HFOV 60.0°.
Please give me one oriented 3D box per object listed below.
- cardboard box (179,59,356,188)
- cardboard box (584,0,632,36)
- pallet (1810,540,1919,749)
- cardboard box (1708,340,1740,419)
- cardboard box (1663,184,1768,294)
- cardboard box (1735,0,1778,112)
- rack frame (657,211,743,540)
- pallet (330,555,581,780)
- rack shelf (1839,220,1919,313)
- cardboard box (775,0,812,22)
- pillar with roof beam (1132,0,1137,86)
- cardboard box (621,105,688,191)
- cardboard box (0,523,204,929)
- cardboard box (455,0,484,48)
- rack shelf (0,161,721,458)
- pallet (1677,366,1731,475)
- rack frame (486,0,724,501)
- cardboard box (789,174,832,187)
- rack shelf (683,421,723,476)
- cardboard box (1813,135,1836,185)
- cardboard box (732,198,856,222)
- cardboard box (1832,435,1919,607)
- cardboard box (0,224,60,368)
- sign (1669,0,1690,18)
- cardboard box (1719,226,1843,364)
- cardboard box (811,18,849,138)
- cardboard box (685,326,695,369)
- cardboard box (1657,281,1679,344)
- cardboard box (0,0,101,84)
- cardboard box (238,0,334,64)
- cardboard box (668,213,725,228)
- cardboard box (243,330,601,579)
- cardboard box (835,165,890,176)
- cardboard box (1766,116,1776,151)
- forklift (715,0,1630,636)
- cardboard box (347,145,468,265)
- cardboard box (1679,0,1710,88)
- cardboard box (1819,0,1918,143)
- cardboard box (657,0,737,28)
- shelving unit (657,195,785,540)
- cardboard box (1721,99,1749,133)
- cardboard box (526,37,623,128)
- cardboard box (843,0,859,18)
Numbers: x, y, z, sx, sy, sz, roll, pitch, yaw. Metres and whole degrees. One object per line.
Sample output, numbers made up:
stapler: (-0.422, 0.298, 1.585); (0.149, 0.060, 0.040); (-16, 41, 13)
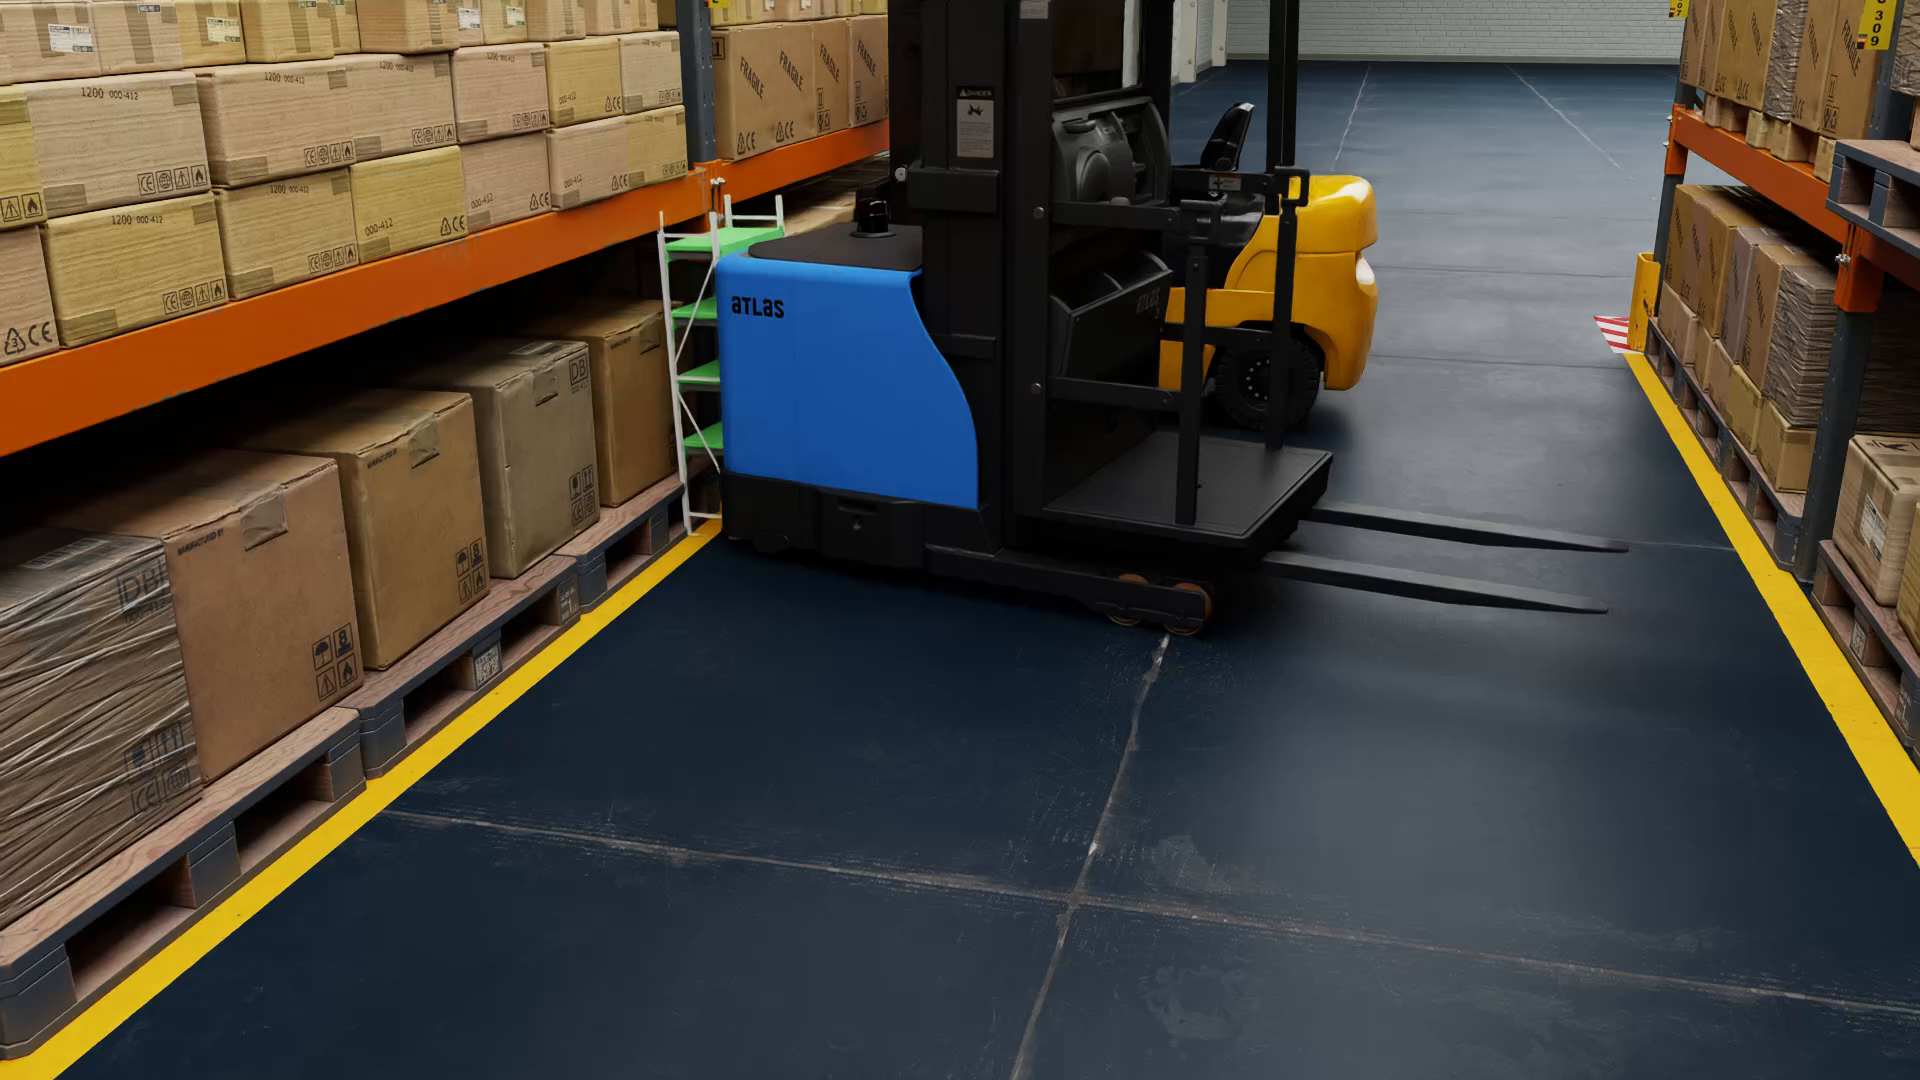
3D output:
cardboard box: (-1.785, -0.984, 3.888); (0.500, 0.250, 0.500); (4, 19, 12)
cardboard box: (-1.336, -1.781, 5.602); (0.380, 0.149, 0.250); (4, 19, 13)
pallet: (3.203, 0.321, 4.920); (1.003, 0.211, 1.213); (5, 19, 13)
cardboard box: (3.525, -0.673, 7.122); (0.500, 0.250, 0.500); (5, 19, 14)
cardboard box: (3.899, -1.510, 8.412); (0.500, 0.500, 0.500); (4, 19, 12)
cardboard box: (3.622, -2.075, 7.008); (0.500, 0.500, 0.500); (4, 19, 12)
rack frame: (-0.939, -0.580, 6.011); (0.240, 1.200, 0.015); (5, 19, 21)
pallet: (-1.860, 0.304, 4.971); (1.003, 0.211, 1.213); (5, 19, 13)
rack shelf: (2.904, -0.275, 3.465); (1.077, 0.370, 4.000); (5, 19, 13)
cardboard box: (-0.858, -2.303, 7.132); (0.380, 0.149, 0.250); (5, 20, 15)
pillar with roof beam: (7.084, -10.881, 24.121); (9.100, 9.000, 0.400); (5, 19, 13)
cardboard box: (-1.291, -1.384, 5.830); (0.500, 0.250, 0.500); (5, 20, 15)
cardboard box: (-2.234, 0.351, 3.543); (0.875, 0.625, 0.625); (5, 20, 15)
cardboard box: (-1.574, -1.460, 4.663); (0.380, 0.149, 0.250); (5, 19, 14)
rack shelf: (-1.911, -0.666, 4.610); (1.077, 0.370, 4.000); (5, 19, 13)
pallet: (3.818, -0.520, 7.383); (1.003, 0.211, 1.213); (5, 19, 13)
rack frame: (-1.422, -1.633, 6.329); (1.000, 3.000, 0.127); (5, 19, 13)
cardboard box: (-0.997, -1.809, 8.901); (0.500, 0.250, 0.500); (5, 19, 13)
rack shelf: (-0.837, -0.365, 6.320); (0.258, 0.148, 0.480); (5, 19, 21)
cardboard box: (3.229, -1.327, 5.821); (0.380, 0.149, 0.250); (5, 20, 15)
cardboard box: (-0.754, -1.447, 7.841); (0.500, 0.250, 0.500); (5, 20, 15)
cardboard box: (3.266, -0.033, 5.059); (0.950, 0.372, 0.625); (5, 19, 14)
cardboard box: (-2.054, -0.428, 3.033); (0.500, 0.250, 0.500); (5, 19, 14)
sign: (3.843, -2.949, 8.840); (0.100, 0.325, 0.005); (5, 19, 13)
cardboard box: (3.523, -1.021, 6.980); (0.500, 0.500, 0.500); (6, 20, 16)
cardboard box: (-0.827, -2.122, 7.606); (0.500, 0.500, 0.500); (4, 19, 13)
cardboard box: (-1.004, -0.895, 6.997); (0.500, 0.250, 0.500); (5, 19, 13)
cardboard box: (3.904, -1.163, 8.555); (0.500, 0.250, 0.500); (4, 19, 13)
cardboard box: (-1.934, -0.977, 3.248); (0.380, 0.149, 0.250); (5, 20, 15)
cardboard box: (-1.731, -1.216, 3.948); (0.380, 0.149, 0.250); (5, 20, 15)
cardboard box: (-1.380, -1.333, 7.508); (0.500, 0.250, 0.500); (4, 19, 13)
cardboard box: (-1.736, -0.301, 5.453); (0.875, 0.625, 0.625); (4, 19, 13)
cardboard box: (-0.374, -1.928, 9.250); (0.500, 0.250, 0.500); (5, 19, 14)
cardboard box: (3.512, -1.645, 6.751); (0.380, 0.149, 0.250); (4, 19, 12)
forklift: (0.688, -1.277, 5.393); (3.031, 2.935, 1.130); (9, 21, 25)
cardboard box: (-1.679, -0.910, 4.443); (0.500, 0.250, 0.500); (5, 20, 15)
cardboard box: (3.985, -2.558, 8.420); (0.500, 0.500, 0.500); (4, 19, 13)
cardboard box: (3.260, -1.589, 5.585); (0.500, 0.500, 0.500); (4, 19, 12)
cardboard box: (-1.089, -2.067, 6.439); (0.380, 0.149, 0.250); (4, 19, 13)
shelving unit: (-0.848, -0.654, 6.225); (0.258, 1.200, 0.503); (5, 19, 21)
cardboard box: (3.757, -1.971, 7.705); (0.380, 0.149, 0.250); (5, 20, 15)
cardboard box: (-1.413, -1.463, 5.289); (0.500, 0.250, 0.500); (4, 19, 12)
cardboard box: (-0.692, -2.550, 7.854); (0.380, 0.149, 0.250); (4, 19, 12)
